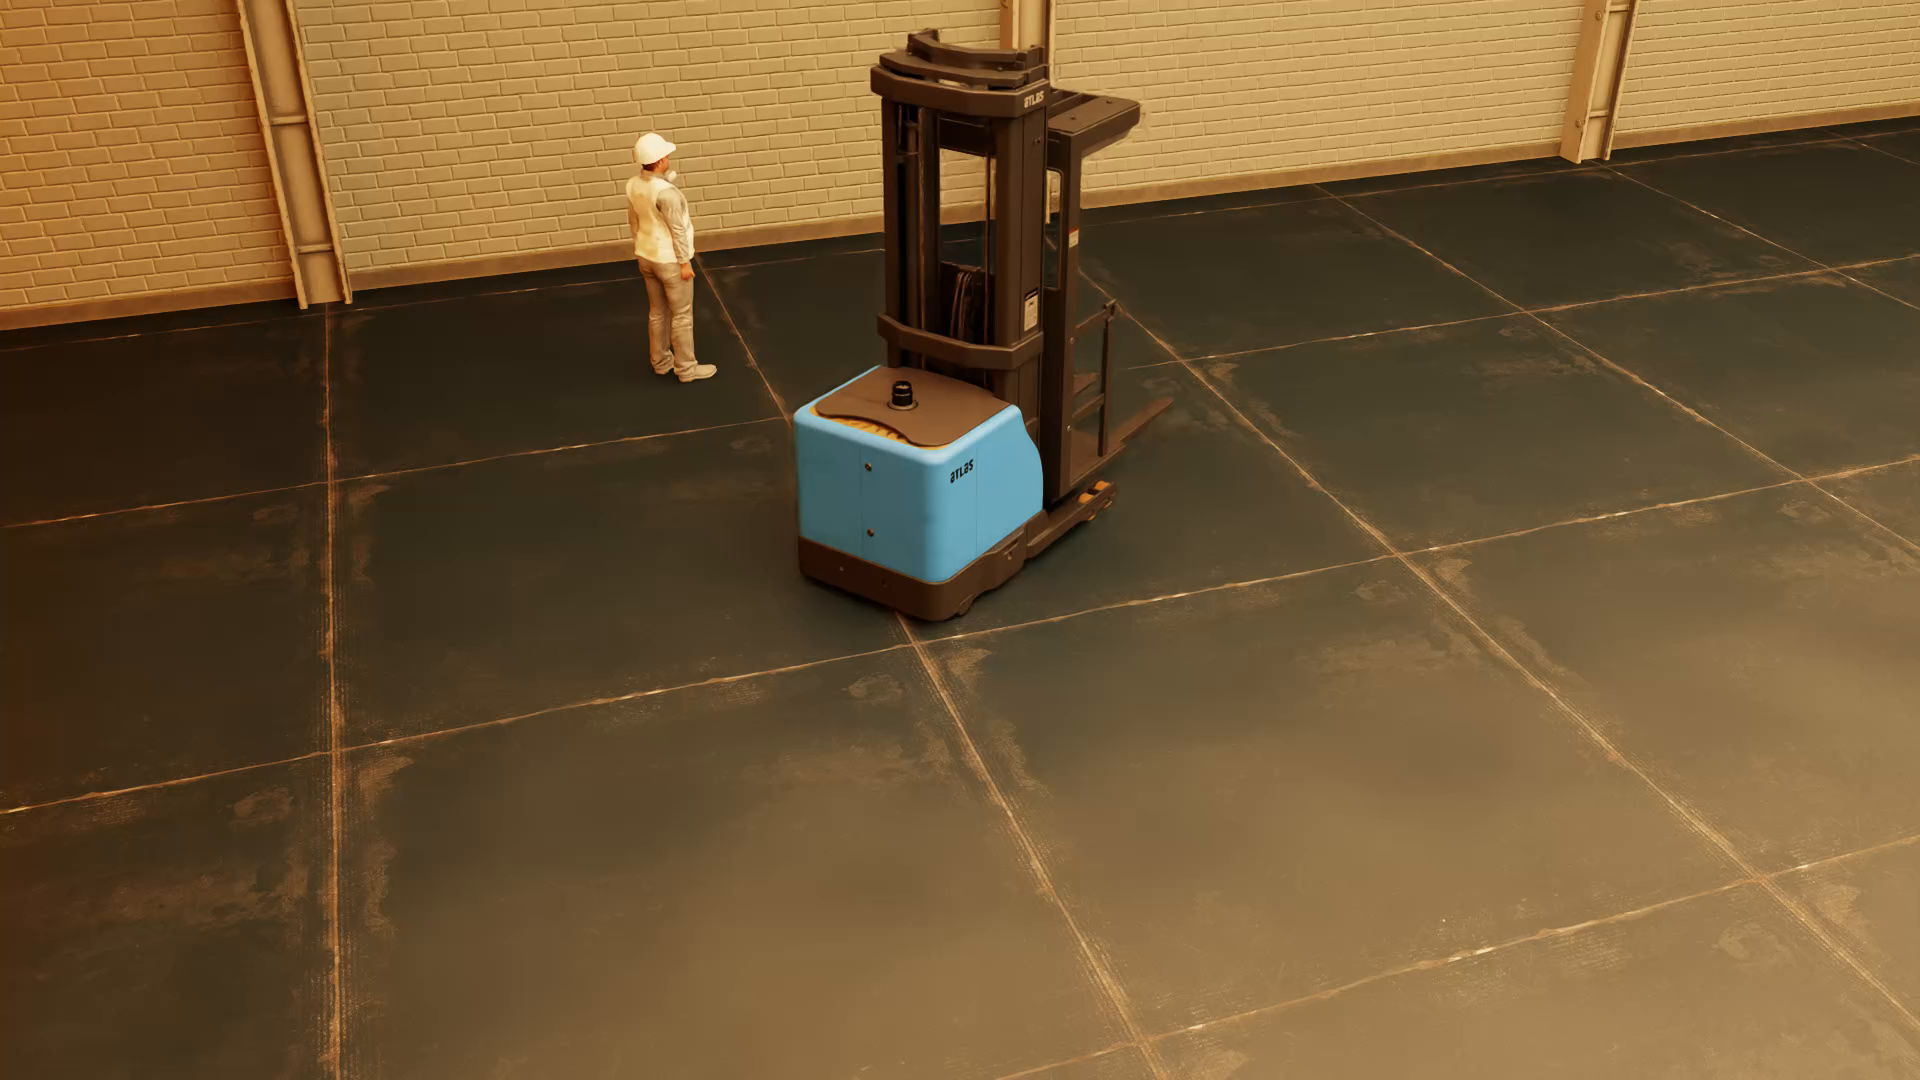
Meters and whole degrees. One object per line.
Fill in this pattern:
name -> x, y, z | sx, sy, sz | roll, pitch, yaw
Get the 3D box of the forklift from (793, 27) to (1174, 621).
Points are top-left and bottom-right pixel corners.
forklift -> 0.318, -1.512, 9.715 | 1.130, 2.935, 3.031 | 19, 35, 29

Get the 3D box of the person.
person -> -2.067, -1.993, 11.714 | 0.525, 1.776, 0.375 | 23, 37, 34
